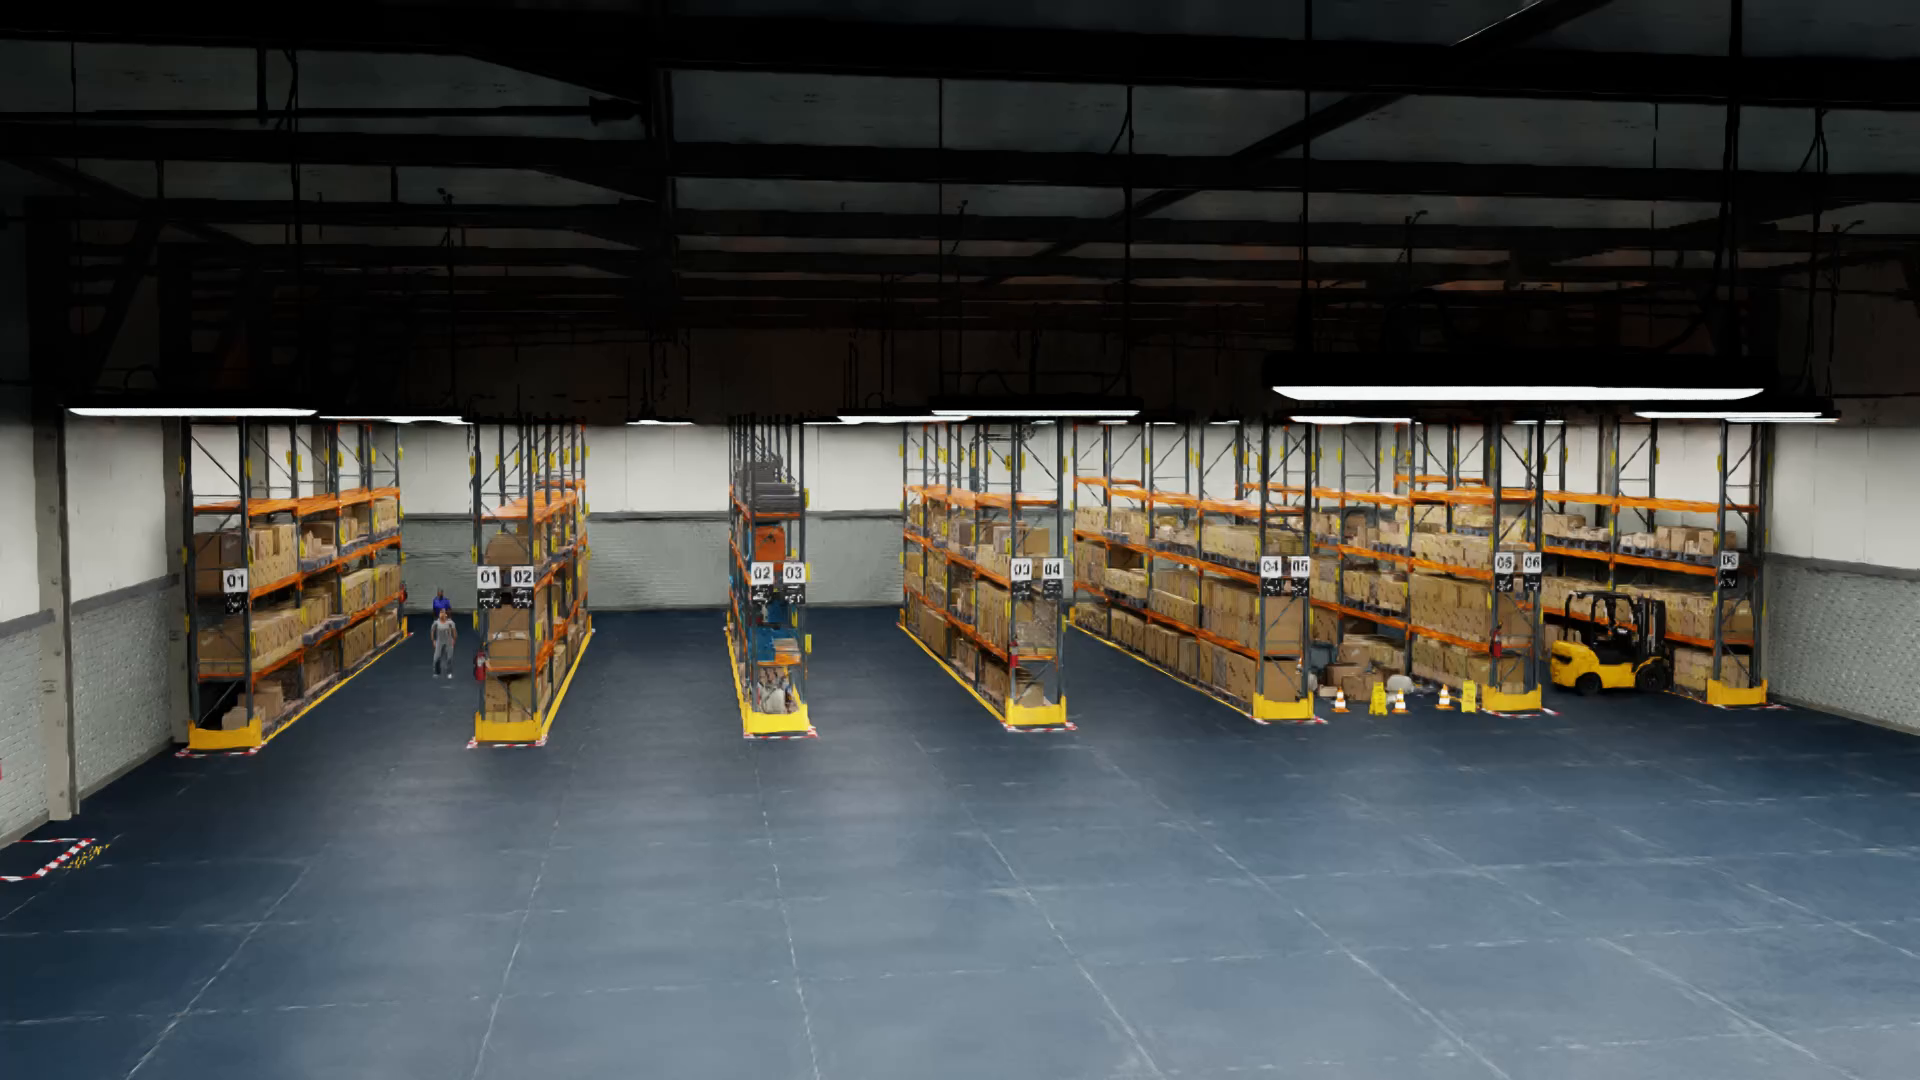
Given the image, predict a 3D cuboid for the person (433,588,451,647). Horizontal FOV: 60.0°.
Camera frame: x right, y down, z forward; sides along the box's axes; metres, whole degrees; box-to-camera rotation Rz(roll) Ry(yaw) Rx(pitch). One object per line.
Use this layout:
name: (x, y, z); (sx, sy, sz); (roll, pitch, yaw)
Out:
person: (-13.288, 2.017, 42.680); (0.463, 1.596, 0.989); (-1, 4, -10)

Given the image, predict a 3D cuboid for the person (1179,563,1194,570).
person: (7.206, 1.336, 52.632); (0.589, 1.691, 0.537); (4, 5, 43)

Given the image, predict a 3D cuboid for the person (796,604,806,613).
person: (-4.981, 1.450, 50.328); (0.605, 1.718, 0.545); (2, 4, 28)

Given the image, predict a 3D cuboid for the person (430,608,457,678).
person: (-11.765, 2.344, 37.908); (0.580, 1.619, 0.507); (-1, 4, -12)
